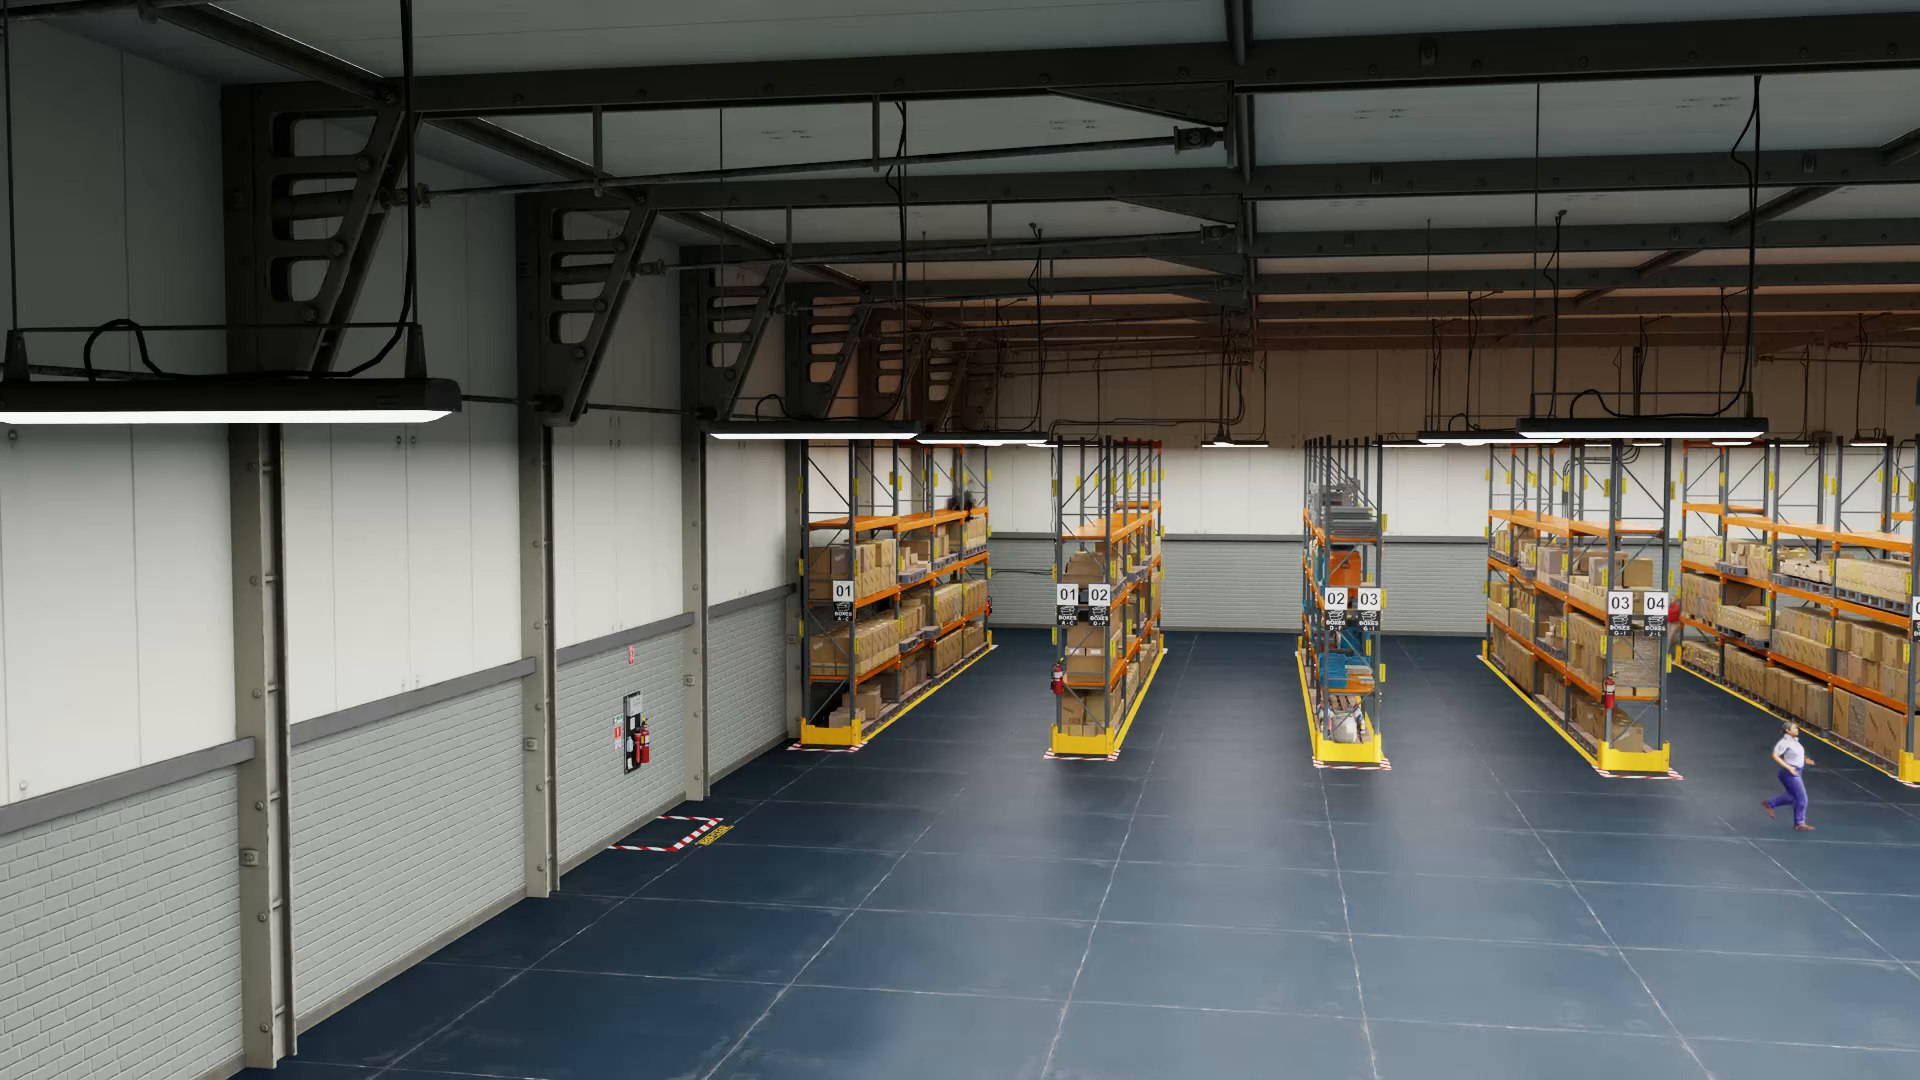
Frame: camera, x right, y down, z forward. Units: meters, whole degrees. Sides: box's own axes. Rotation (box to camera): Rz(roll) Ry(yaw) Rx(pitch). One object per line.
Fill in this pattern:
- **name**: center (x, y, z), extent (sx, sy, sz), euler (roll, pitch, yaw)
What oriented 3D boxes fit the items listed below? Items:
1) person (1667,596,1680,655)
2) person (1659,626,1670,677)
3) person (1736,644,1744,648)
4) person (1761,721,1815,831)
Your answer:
- **person**: center (19.573, 2.385, 45.781), extent (1.052, 1.687, 0.672), euler (-1, 3, -15)
- **person**: center (17.464, 2.599, 41.753), extent (0.651, 1.756, 0.674), euler (1, 3, 20)
- **person**: center (21.104, 2.543, 44.786), extent (0.594, 1.541, 0.484), euler (-1, 3, -10)
- **person**: center (12.554, 3.551, 25.203), extent (0.793, 1.610, 0.619), euler (3, 4, 41)
